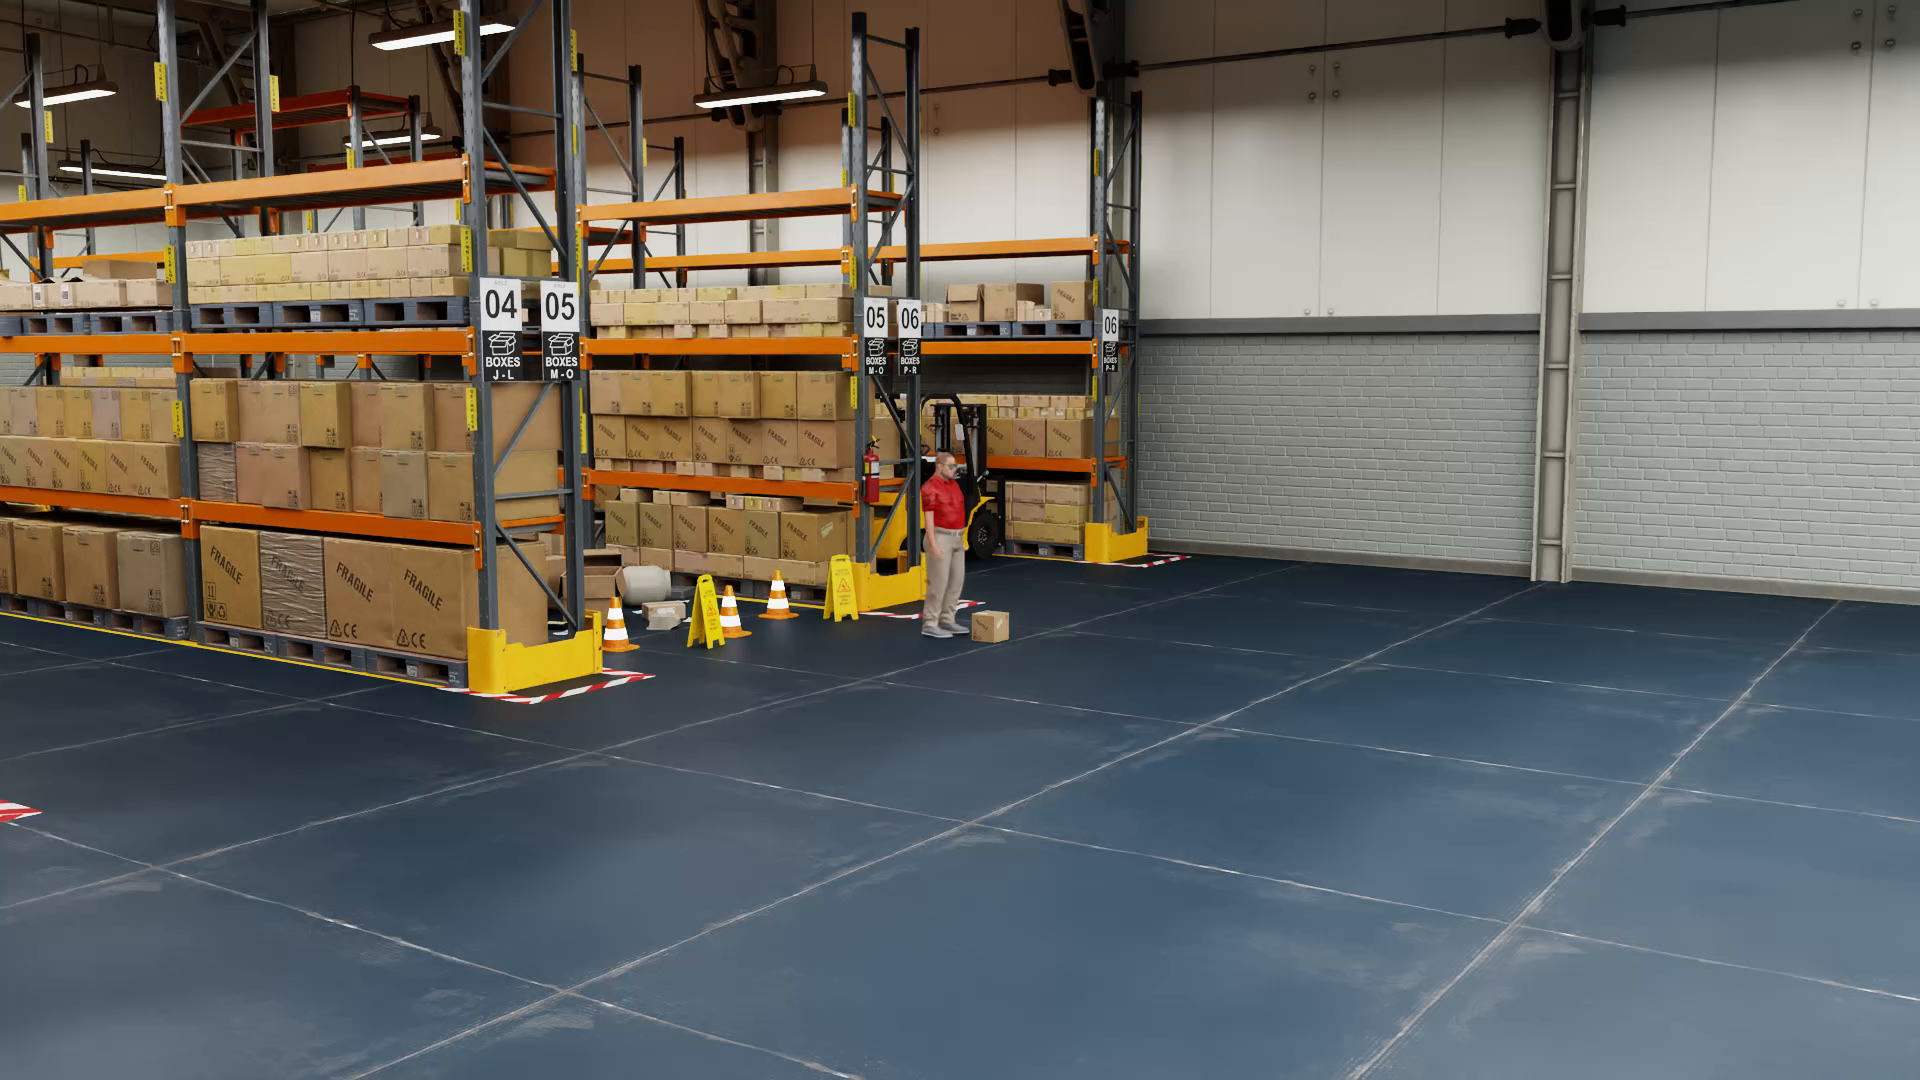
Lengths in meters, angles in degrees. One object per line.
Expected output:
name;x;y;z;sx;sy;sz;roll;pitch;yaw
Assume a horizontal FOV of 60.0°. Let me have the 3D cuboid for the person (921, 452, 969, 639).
person;-0.121;0.039;15.544;0.360;1.721;0.528;4;8;35
